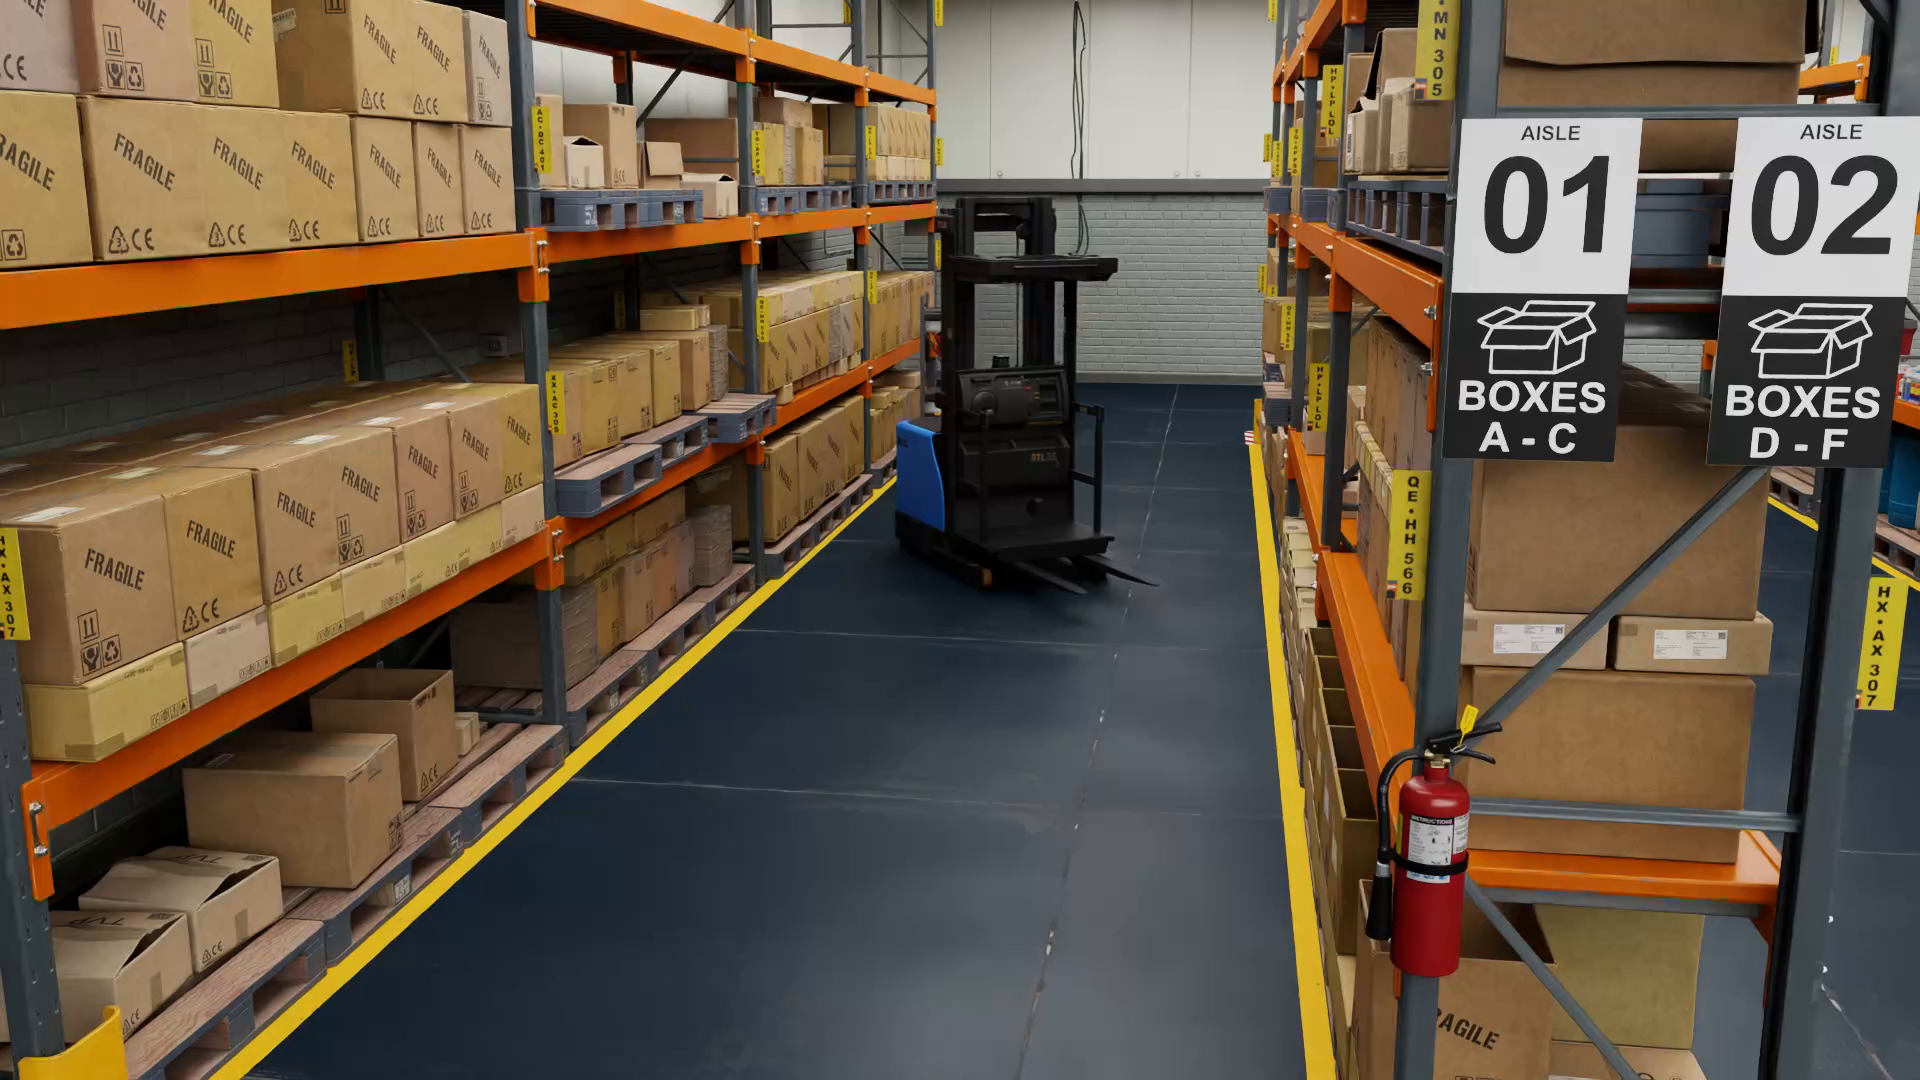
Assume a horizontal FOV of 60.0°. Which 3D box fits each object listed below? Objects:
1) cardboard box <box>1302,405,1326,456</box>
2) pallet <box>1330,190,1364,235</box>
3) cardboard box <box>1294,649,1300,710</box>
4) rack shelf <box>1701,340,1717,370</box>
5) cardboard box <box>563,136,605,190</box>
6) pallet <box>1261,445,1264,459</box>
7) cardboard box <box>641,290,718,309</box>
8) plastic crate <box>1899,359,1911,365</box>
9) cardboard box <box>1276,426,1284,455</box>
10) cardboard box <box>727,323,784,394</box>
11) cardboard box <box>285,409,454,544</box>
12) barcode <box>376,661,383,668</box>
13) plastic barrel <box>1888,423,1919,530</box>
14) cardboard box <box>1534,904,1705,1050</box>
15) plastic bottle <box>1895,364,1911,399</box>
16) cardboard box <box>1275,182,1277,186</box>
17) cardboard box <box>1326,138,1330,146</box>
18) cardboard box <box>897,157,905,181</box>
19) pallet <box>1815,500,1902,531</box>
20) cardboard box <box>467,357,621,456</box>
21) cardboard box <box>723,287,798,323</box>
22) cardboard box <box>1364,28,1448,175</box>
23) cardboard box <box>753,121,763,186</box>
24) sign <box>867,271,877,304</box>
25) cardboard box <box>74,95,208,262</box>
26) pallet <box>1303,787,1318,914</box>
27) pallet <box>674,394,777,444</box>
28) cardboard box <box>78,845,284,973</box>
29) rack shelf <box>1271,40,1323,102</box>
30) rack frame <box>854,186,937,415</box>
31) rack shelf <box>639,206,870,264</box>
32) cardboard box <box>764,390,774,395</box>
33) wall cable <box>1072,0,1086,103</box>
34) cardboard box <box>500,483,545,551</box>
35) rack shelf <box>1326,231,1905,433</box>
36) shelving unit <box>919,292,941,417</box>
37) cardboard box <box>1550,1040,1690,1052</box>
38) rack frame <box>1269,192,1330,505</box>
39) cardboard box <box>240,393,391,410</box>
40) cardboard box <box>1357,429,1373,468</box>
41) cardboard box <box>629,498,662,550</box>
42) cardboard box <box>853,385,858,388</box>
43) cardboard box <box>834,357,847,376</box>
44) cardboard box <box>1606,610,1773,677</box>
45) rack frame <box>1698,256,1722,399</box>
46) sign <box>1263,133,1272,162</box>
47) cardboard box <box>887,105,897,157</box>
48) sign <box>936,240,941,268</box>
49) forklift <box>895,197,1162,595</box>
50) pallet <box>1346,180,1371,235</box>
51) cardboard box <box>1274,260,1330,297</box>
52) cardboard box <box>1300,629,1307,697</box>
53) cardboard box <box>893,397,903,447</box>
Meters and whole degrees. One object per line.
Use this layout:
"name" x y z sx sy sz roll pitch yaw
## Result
"cardboard box" 2.549 -0.750 11.065 0.500 0.311 0.500 2 12 8
"pallet" 2.386 -1.698 8.585 0.805 0.209 1.217 1 12 6
"cardboard box" 2.120 0.797 9.205 0.500 0.250 0.500 2 12 8
"rack shelf" 8.695 -1.710 17.014 1.077 0.370 4.000 2 12 9
"cardboard box" -2.375 -2.168 9.528 0.500 0.311 0.500 2 12 10
"pallet" 3.975 -1.094 19.068 1.003 0.211 1.213 2 12 9
"cardboard box" -2.204 -1.807 12.986 0.500 0.250 0.500 2 12 10
"plastic crate" 8.600 -1.638 15.456 0.396 0.136 0.243 2 12 9
"cardboard box" 3.024 -0.865 14.496 0.500 0.250 0.500 2 12 9
"cardboard box" -1.690 -1.430 13.019 0.500 0.500 0.500 2 12 10
"cardboard box" -2.559 -0.287 7.232 0.500 0.500 0.500 2 12 7
"barcode" -2.953 0.654 8.466 0.001 0.075 0.075 2 12 9
"plastic barrel" 8.178 -0.564 13.976 0.600 0.901 0.708 2 12 9
"cardboard box" 2.025 1.255 5.298 0.500 0.500 0.500 2 12 9
"plastic bottle" 7.797 -1.308 13.735 0.152 0.276 0.135 2 12 9
"cardboard box" 3.461 -3.517 16.930 0.500 0.250 0.500 2 12 9
"cardboard box" 3.108 -3.280 12.865 0.500 0.500 0.500 2 12 9
"cardboard box" -0.871 -3.961 17.755 0.500 0.250 0.500 2 12 7
"pallet" 8.227 -0.123 14.561 1.003 0.211 1.213 2 12 9
"cardboard box" -2.427 -0.786 9.737 0.700 0.500 0.500 3 13 14
"cardboard box" -1.611 -1.902 13.428 0.500 0.250 0.500 2 12 8
"cardboard box" 1.885 -1.593 6.070 0.797 0.503 0.637 3 13 15
"cardboard box" -1.970 -3.078 13.256 0.700 0.500 0.500 1 12 6
"sign" -0.864 -2.478 16.310 0.100 0.325 0.005 2 12 9
"cardboard box" -2.831 -1.165 5.375 0.500 0.500 0.500 3 12 12
"pallet" 2.099 1.386 7.559 1.003 0.211 1.213 2 12 9
"pallet" -2.022 -0.888 11.948 1.213 0.211 1.003 2 12 9
"cardboard box" -2.965 1.372 6.347 0.500 0.311 0.500 3 13 13
"rack shelf" 3.801 -4.802 17.131 1.077 0.370 4.000 2 12 9
"rack frame" -0.787 -2.799 20.359 1.000 3.000 0.127 2 12 9
"rack shelf" -1.710 -2.664 14.324 1.077 0.370 4.000 2 12 9
"cardboard box" -1.690 -1.133 13.182 0.380 0.149 0.250 2 12 9
"wall cable" 3.109 -7.760 24.525 3.097 2.526 0.112 2 12 9
"cardboard box" -2.406 -0.129 8.279 0.500 0.250 0.500 2 12 9
"rack shelf" 1.955 -0.839 5.855 1.077 0.370 4.000 2 12 9
"shelving unit" -0.124 -1.116 14.686 0.431 2.100 0.503 1 12 4
"cardboard box" 2.023 1.622 5.377 0.500 0.250 0.500 2 12 9
"rack frame" 3.493 -1.806 15.755 1.000 3.000 0.127 2 12 9
"cardboard box" -2.994 -0.405 7.781 0.500 0.500 0.500 2 12 8
"cardboard box" 1.992 -0.405 7.475 0.380 0.149 0.250 2 12 9
"cardboard box" -2.300 -0.118 11.028 0.500 0.250 0.500 2 12 8
"cardboard box" -1.245 -1.612 18.251 0.380 0.149 0.250 2 12 9
"cardboard box" -1.257 -1.611 15.396 0.380 0.149 0.250 2 12 9
"cardboard box" 1.921 0.251 4.431 0.380 0.149 0.250 2 12 8
"rack frame" 9.002 -2.478 18.870 1.000 3.000 0.127 2 12 9
"sign" 3.572 -4.550 19.292 0.100 0.325 0.005 2 12 9
"cardboard box" -0.942 -4.226 17.206 0.500 0.500 0.500 2 12 7
"sign" -0.253 -3.460 20.117 0.100 0.325 0.005 2 12 9
"forklift" 0.519 -1.155 12.898 1.130 2.935 3.031 -6 13 -24
"pallet" 2.157 -1.386 6.893 1.003 0.211 1.213 2 12 9
"cardboard box" 3.315 -2.458 16.166 0.500 0.500 0.500 2 12 9
"cardboard box" 2.042 0.630 8.648 0.500 0.311 0.500 2 12 9
"cardboard box" -1.024 -1.313 18.402 0.700 0.500 0.500 2 12 10
